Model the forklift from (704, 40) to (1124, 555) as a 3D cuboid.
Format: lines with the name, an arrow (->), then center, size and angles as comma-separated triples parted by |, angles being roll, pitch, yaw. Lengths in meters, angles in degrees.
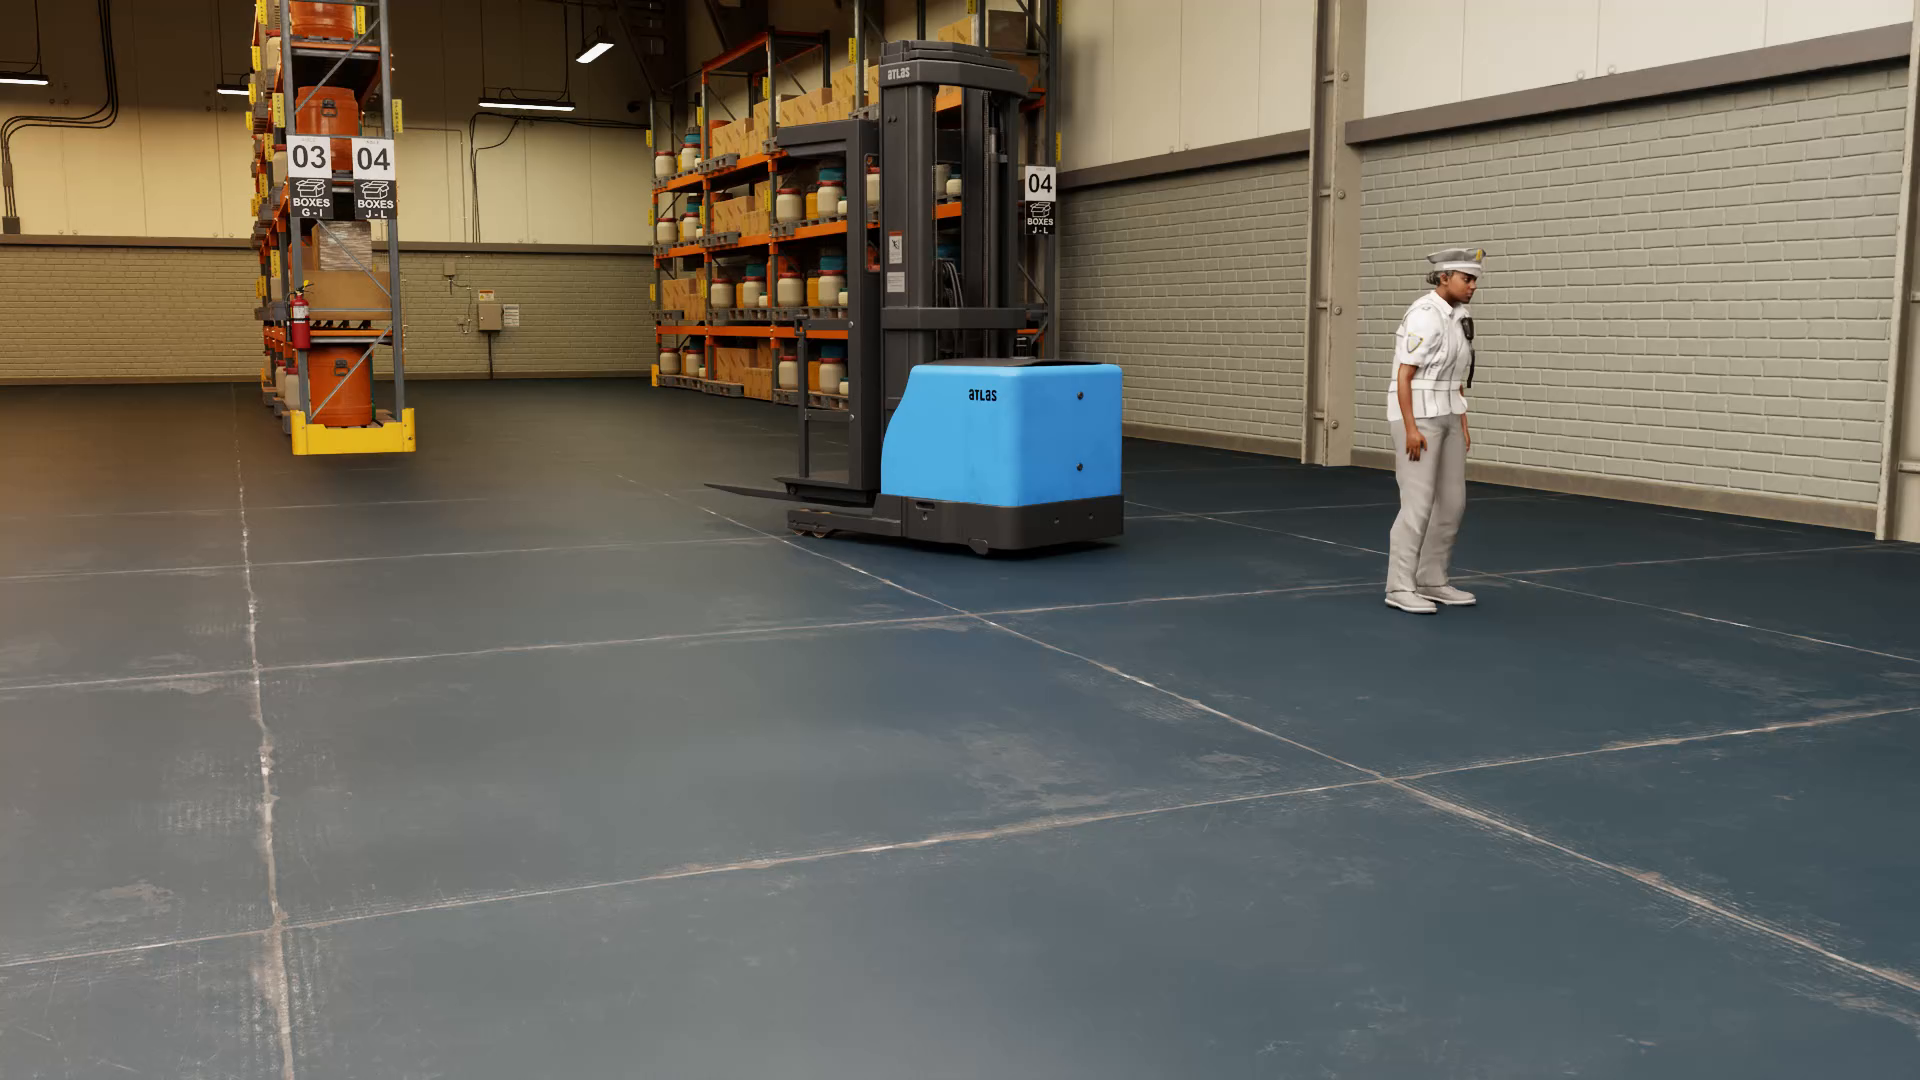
forklift -> -0.436, -1.509, 10.383 | 3.031, 2.935, 1.130 | 7, 10, 44

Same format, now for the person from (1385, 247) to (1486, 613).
person -> 2.203, -0.515, 7.724 | 0.513, 1.657, 0.399 | -7, 10, -42
